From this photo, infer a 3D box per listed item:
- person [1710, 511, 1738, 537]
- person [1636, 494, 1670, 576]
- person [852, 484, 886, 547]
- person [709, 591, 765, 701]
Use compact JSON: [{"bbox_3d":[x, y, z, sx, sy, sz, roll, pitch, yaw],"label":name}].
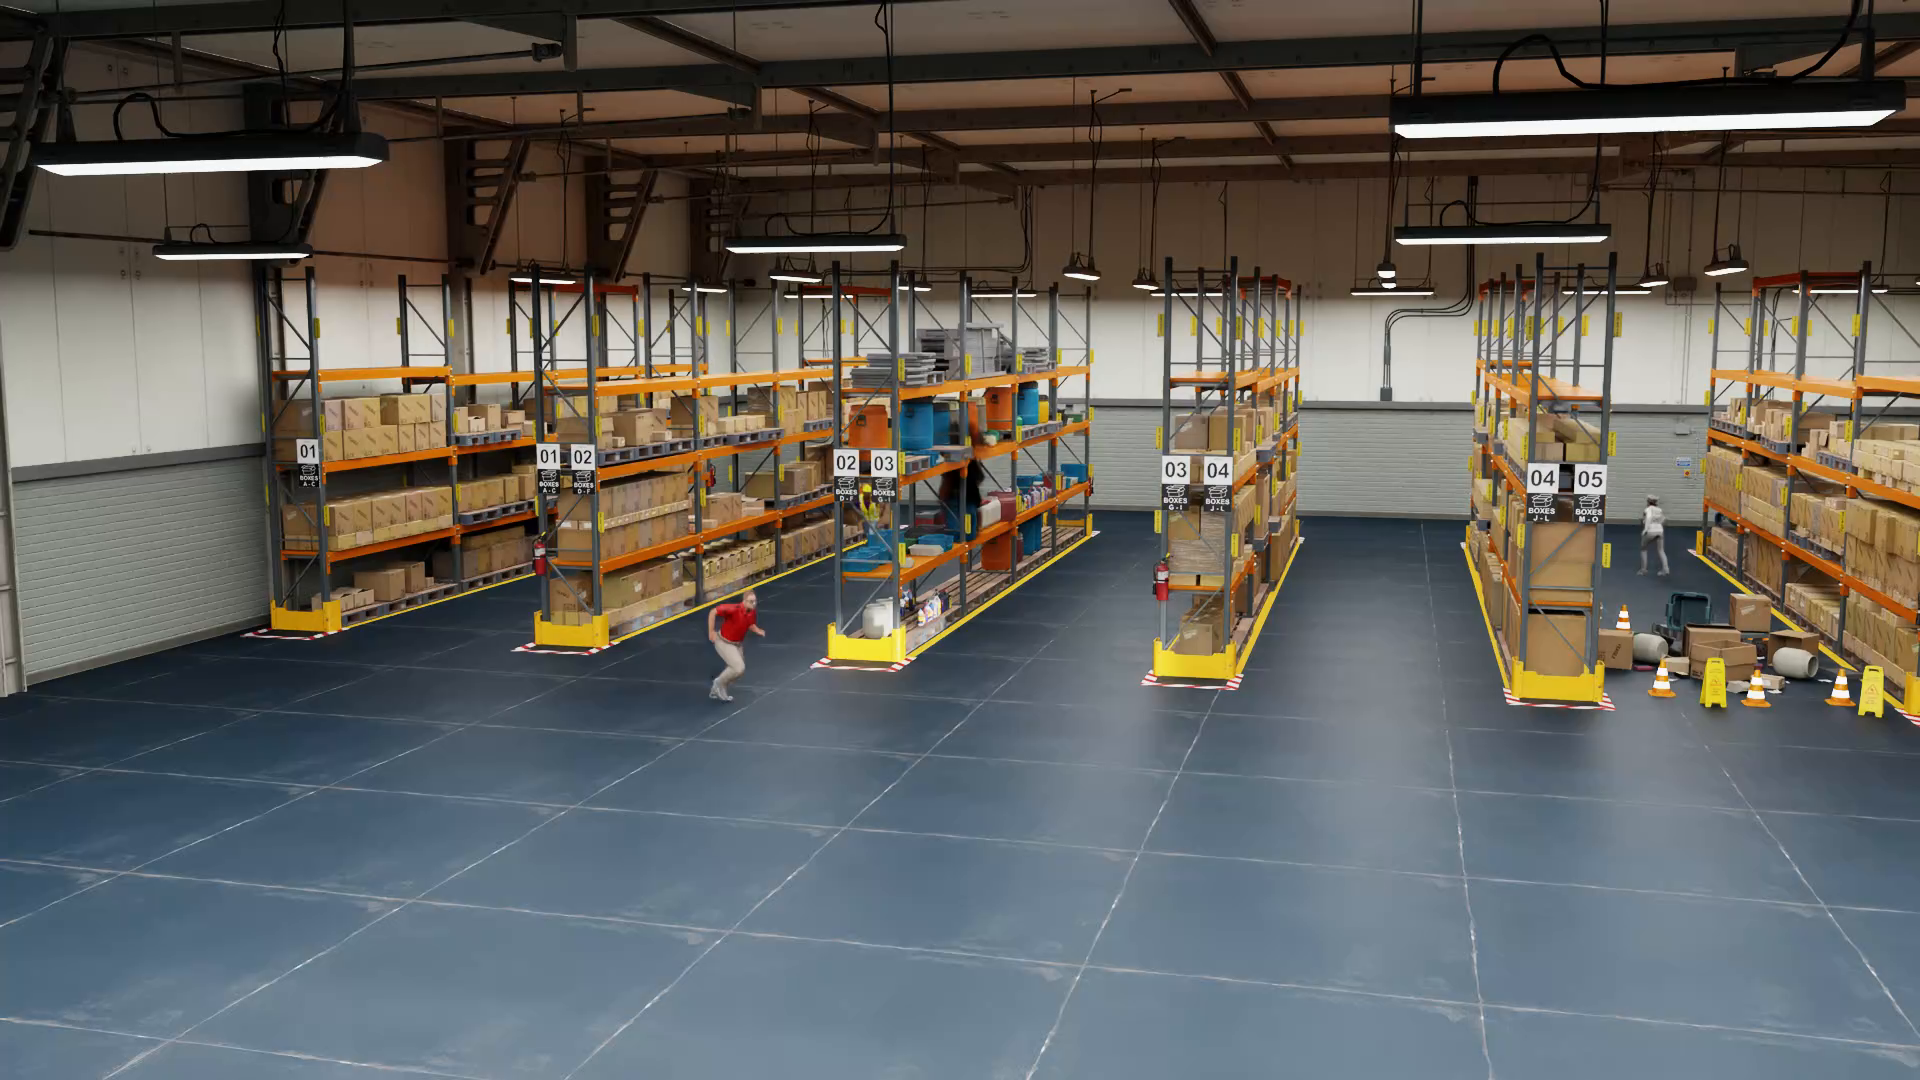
[{"bbox_3d":[18.145,-0.801,39.321,0.860,1.609,0.528,-1,7,-4],"label":"person"},{"bbox_3d":[14.045,-0.068,33.641,0.590,1.646,0.939,-1,7,-9],"label":"person"},{"bbox_3d":[-1.959,-0.382,36.040,0.739,1.714,1.054,0,7,3],"label":"person"},{"bbox_3d":[-3.023,1.427,22.154,0.927,1.551,0.697,5,9,32],"label":"person"}]
